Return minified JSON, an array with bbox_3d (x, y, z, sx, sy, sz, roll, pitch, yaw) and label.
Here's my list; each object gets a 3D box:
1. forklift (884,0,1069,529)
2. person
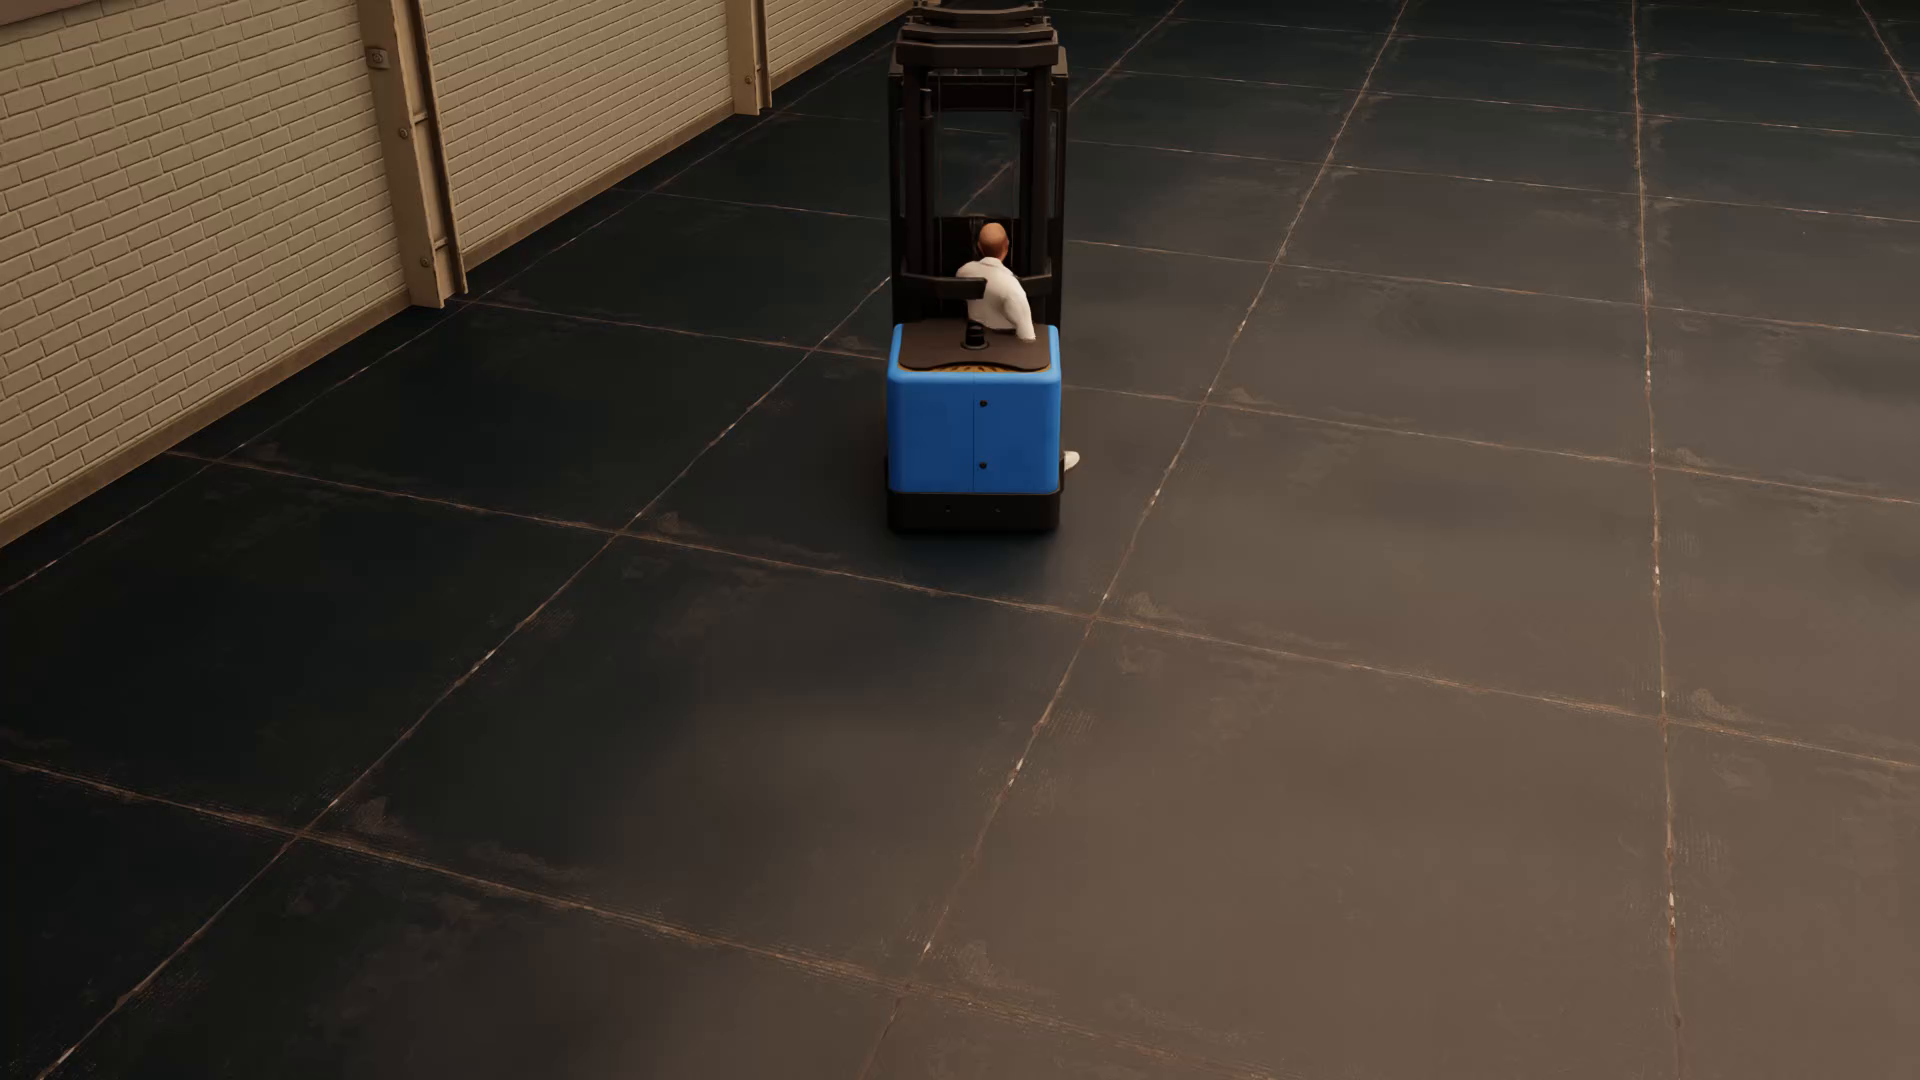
[{"bbox_3d":[0.113,-2.029,10.695,1.130,2.935,3.031,1,30,1],"label":"forklift"},{"bbox_3d":[0.354,-1.179,10.447,0.756,1.704,0.803,-24,38,-36],"label":"person"}]
